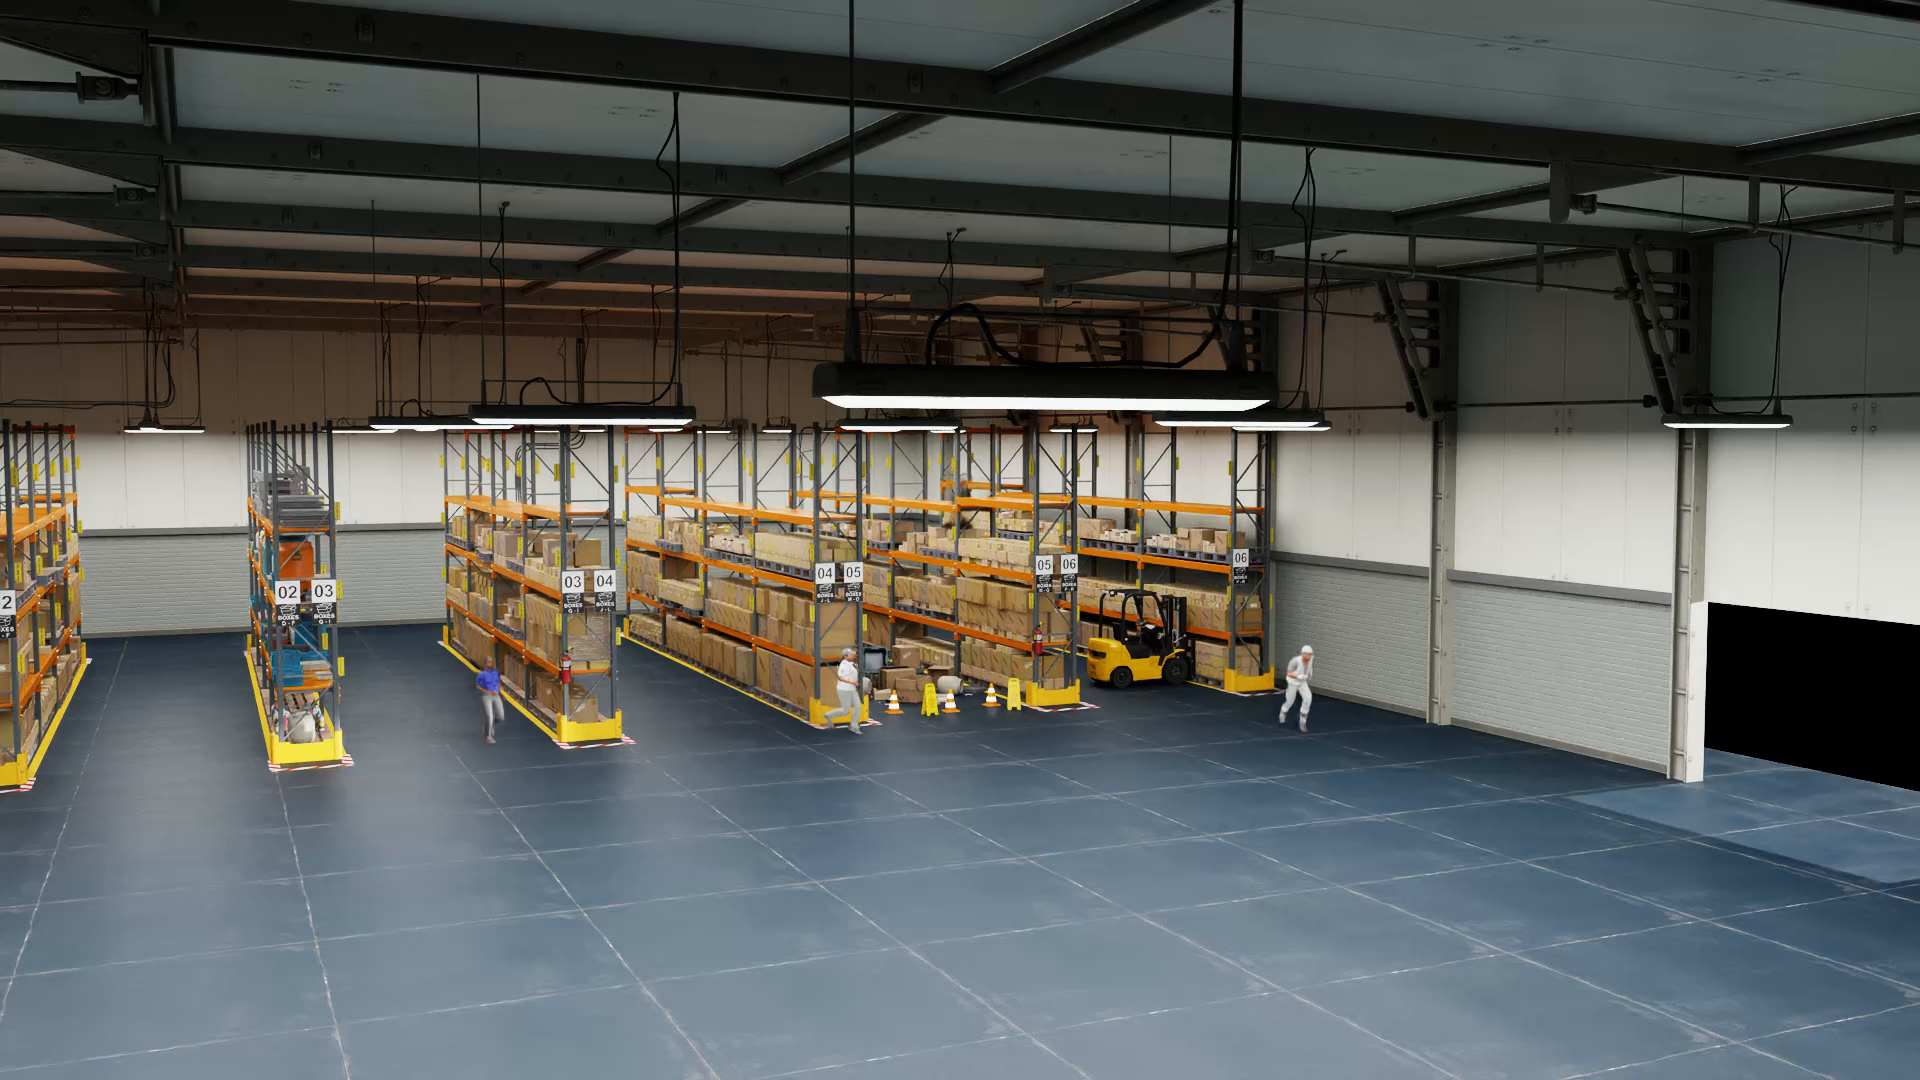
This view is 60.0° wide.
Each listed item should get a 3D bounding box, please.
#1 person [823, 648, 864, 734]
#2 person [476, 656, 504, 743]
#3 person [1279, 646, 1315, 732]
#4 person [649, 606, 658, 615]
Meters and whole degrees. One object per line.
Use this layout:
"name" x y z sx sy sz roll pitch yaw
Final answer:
"person" -2.234 2.922 32.084 0.806 1.682 0.614 1 4 15
"person" -8.726 3.026 31.033 0.516 1.526 0.569 3 5 44
"person" 6.575 2.879 32.491 0.683 1.722 1.028 -2 4 -24
"person" -9.035 1.819 49.290 0.890 1.593 0.534 -4 5 -45
